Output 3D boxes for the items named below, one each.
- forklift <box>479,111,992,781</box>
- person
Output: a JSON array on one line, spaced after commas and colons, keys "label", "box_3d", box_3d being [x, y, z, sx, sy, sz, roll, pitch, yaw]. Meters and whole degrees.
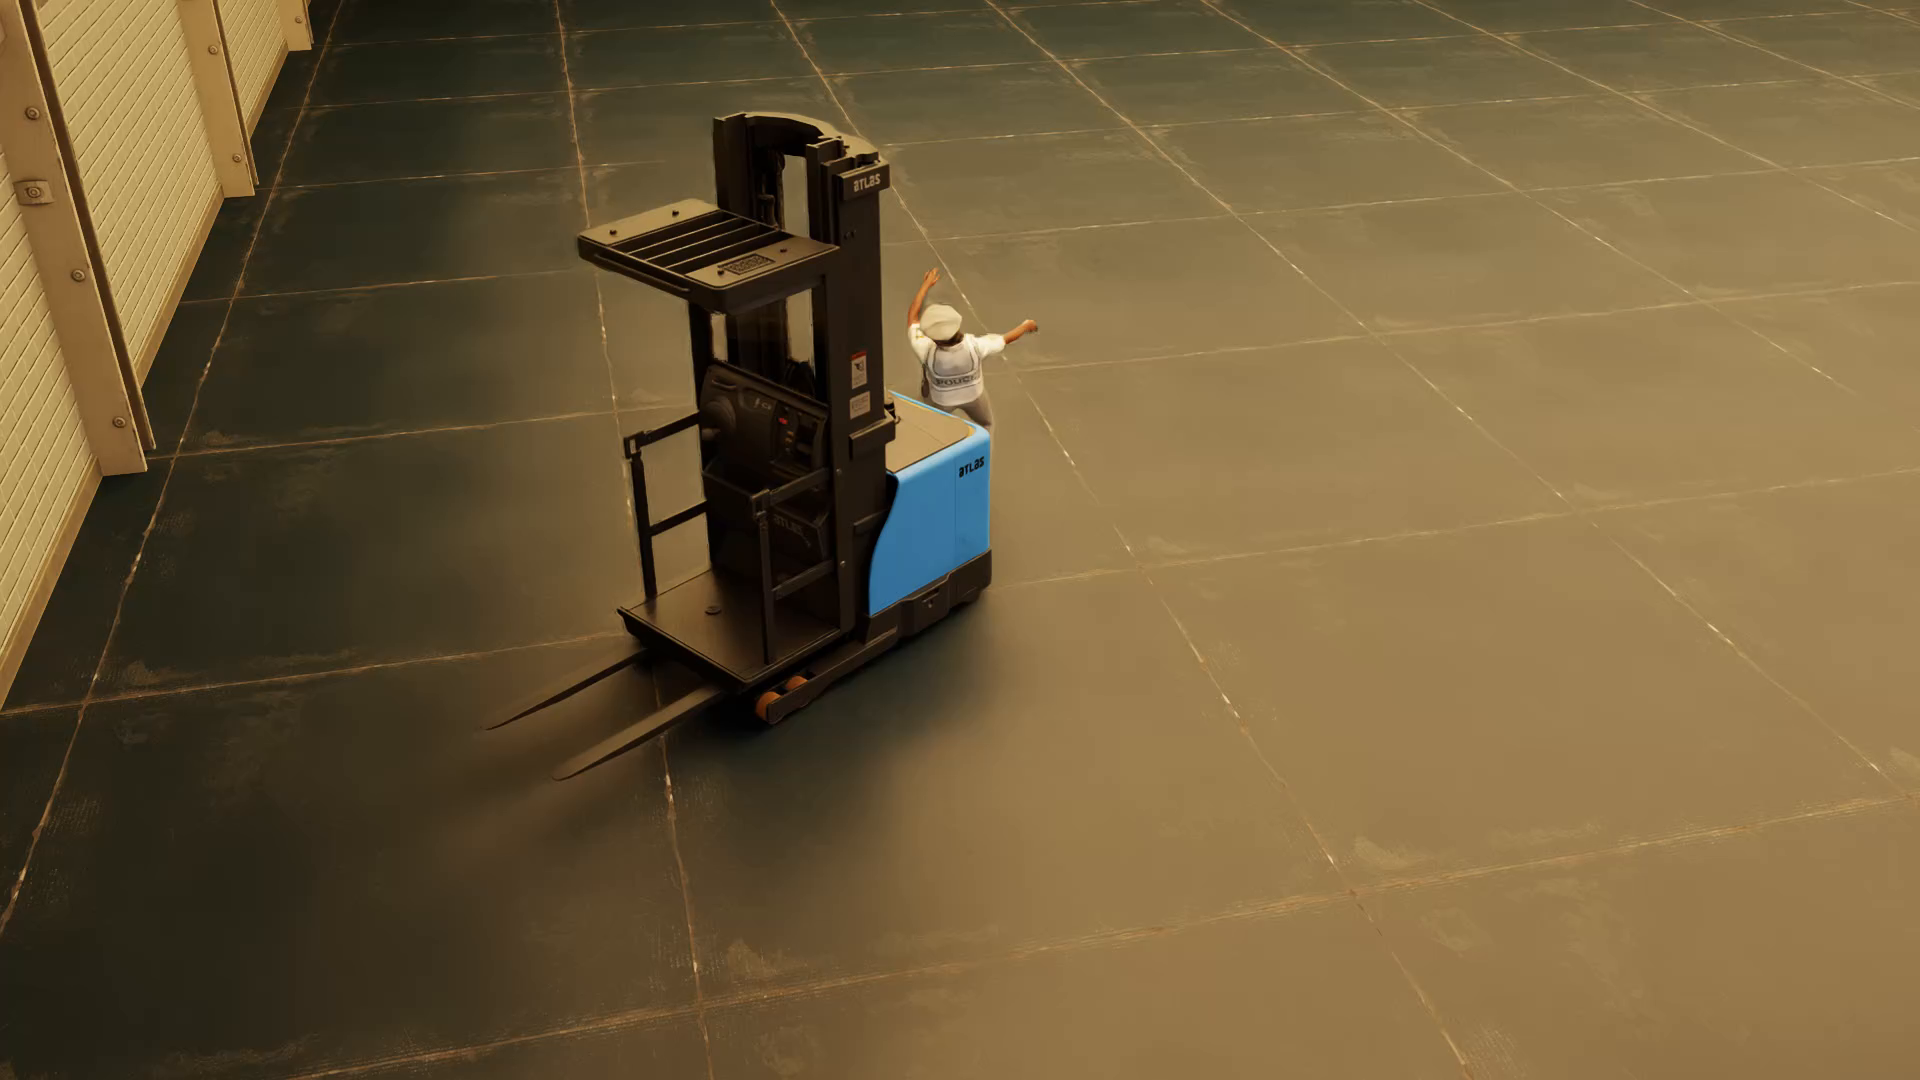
[{"label": "forklift", "box_3d": [-1.176, -0.584, 8.583, 1.130, 2.935, 3.031, 25, 38, 36]}, {"label": "person", "box_3d": [0.086, -0.951, 10.635, 1.015, 1.468, 0.725, -11, 32, -18]}]
